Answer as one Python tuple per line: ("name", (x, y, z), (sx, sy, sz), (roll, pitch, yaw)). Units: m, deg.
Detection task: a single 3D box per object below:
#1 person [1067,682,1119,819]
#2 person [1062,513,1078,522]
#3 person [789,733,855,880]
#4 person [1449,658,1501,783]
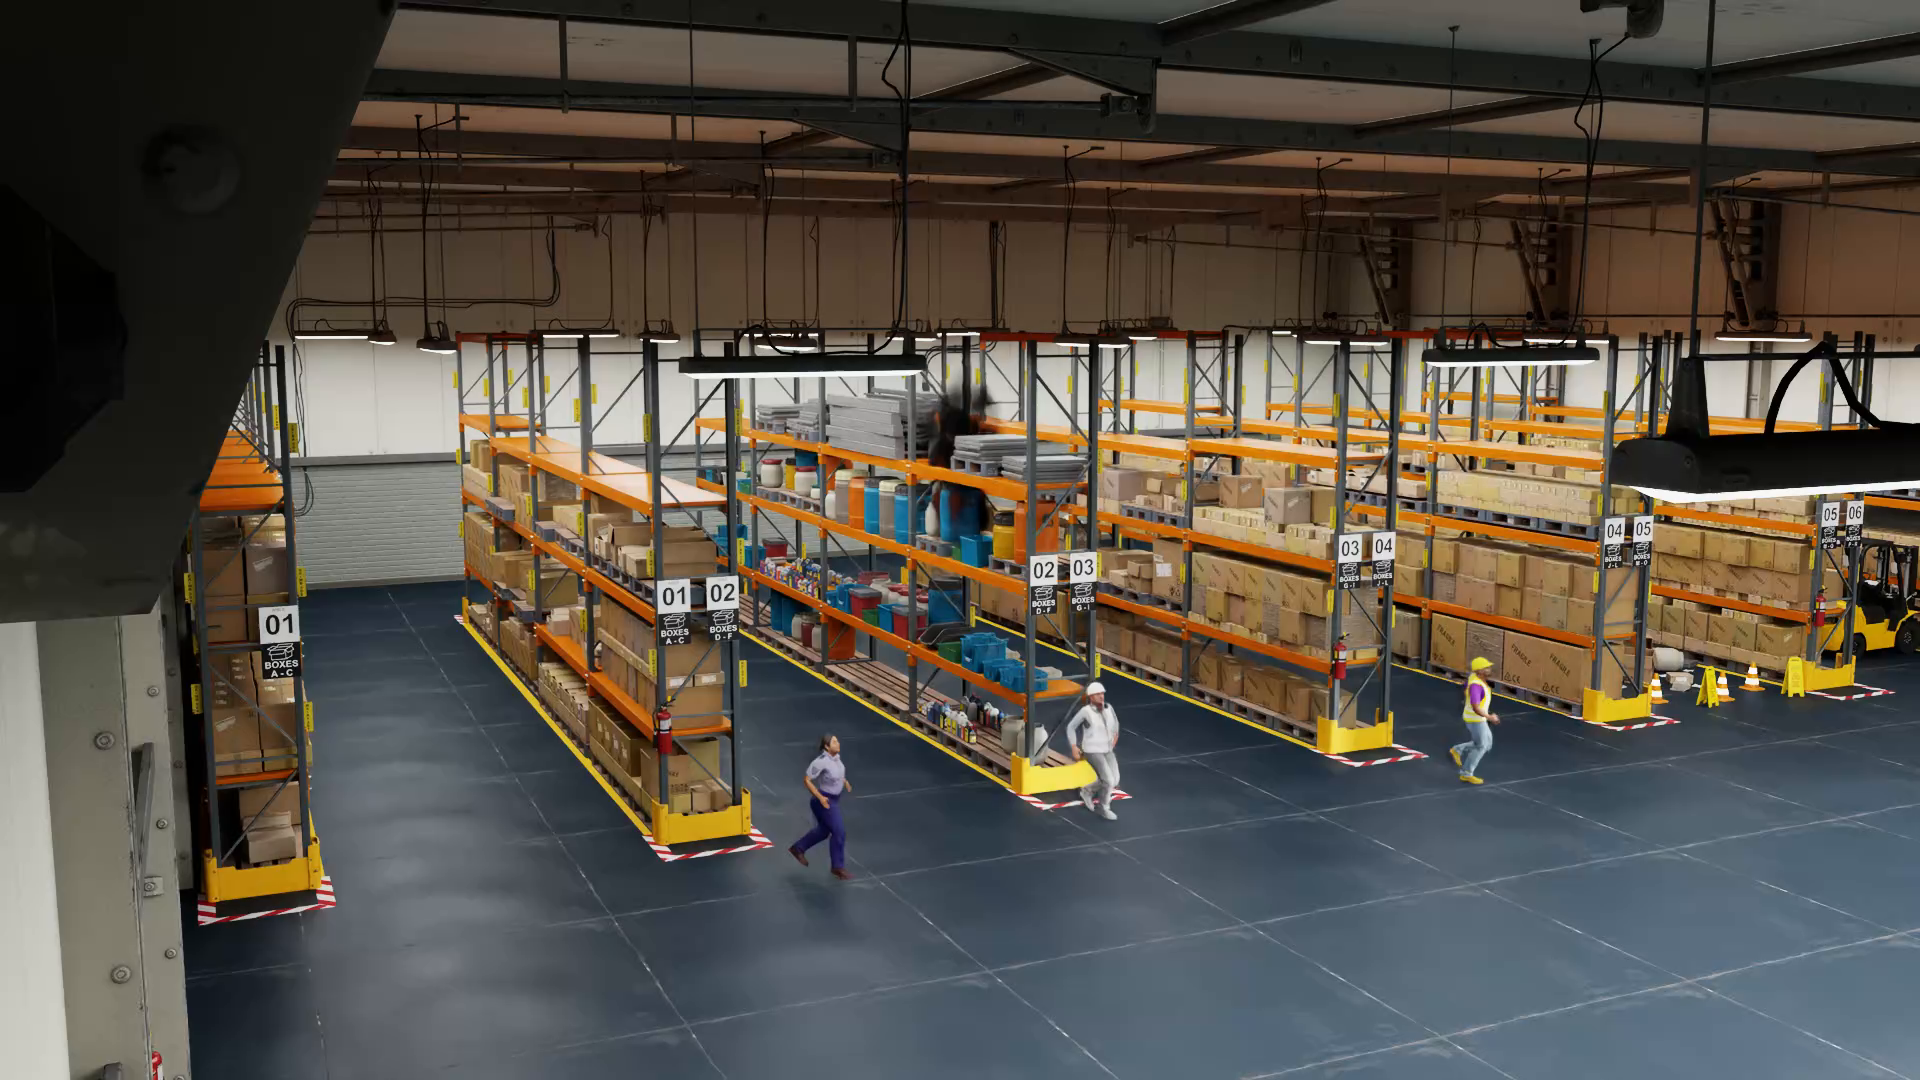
("person", (1.732, 2.670, 21.044), (0.557, 1.754, 0.781), (6, 10, 39))
("person", (2.643, -0.006, 40.957), (0.667, 1.695, 0.838), (5, 9, 33))
("person", (-1.564, 3.002, 18.849), (0.789, 1.679, 0.602), (2, 8, 12))
("person", (7.022, 2.441, 22.667), (0.650, 1.726, 0.726), (2, 8, 16))
